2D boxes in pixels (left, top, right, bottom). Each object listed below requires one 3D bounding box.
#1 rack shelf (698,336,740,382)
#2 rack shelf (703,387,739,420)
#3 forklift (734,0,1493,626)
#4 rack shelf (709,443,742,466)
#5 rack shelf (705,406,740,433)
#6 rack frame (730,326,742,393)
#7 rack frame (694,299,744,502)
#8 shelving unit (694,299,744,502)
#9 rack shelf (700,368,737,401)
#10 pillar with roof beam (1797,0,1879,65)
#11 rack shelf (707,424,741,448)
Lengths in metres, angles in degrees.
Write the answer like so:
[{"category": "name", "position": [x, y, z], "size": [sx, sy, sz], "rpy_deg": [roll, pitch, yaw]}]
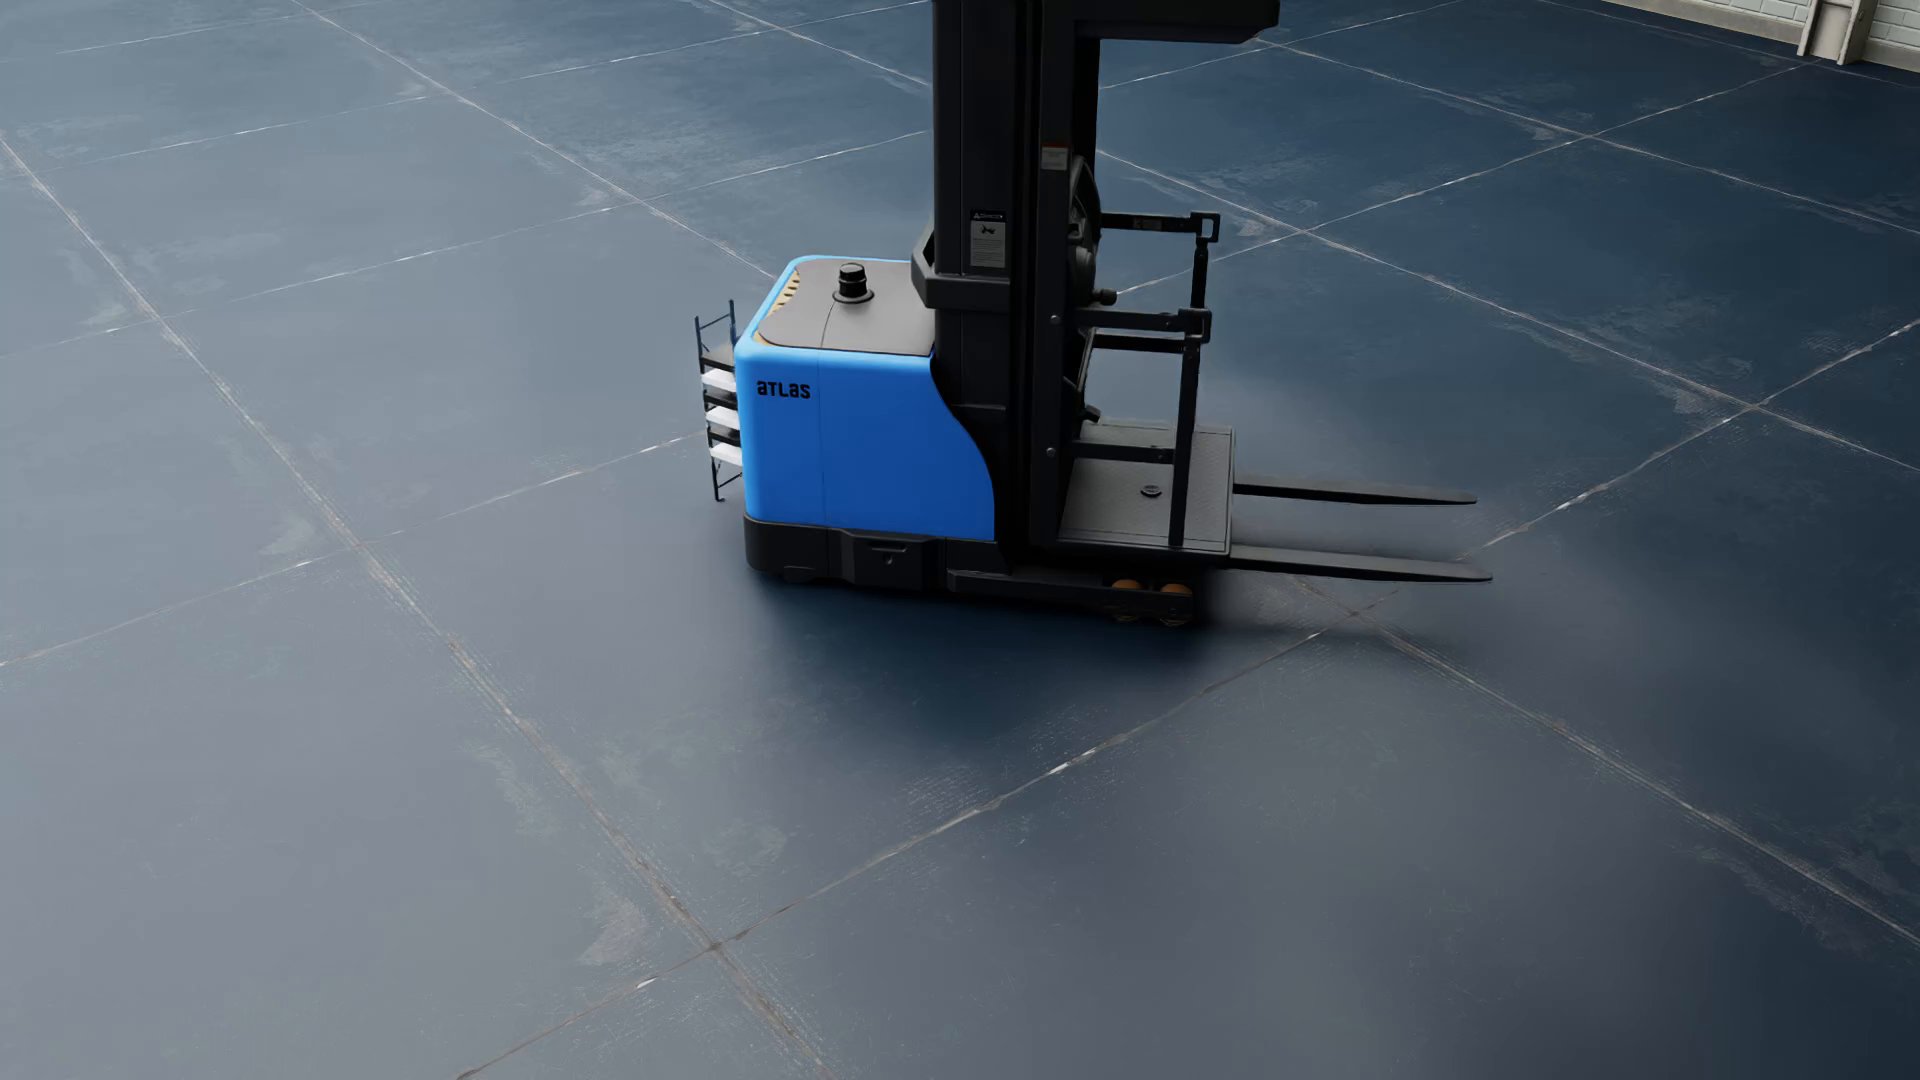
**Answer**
[{"category": "rack shelf", "position": [-0.971, -0.786, 7.207], "size": [0.200, 0.077, 0.258], "rpy_deg": [19, 36, 31]}, {"category": "rack shelf", "position": [-0.966, -0.631, 7.299], "size": [0.200, 0.077, 0.258], "rpy_deg": [19, 36, 31]}, {"category": "forklift", "position": [0.667, -1.204, 6.410], "size": [3.031, 2.935, 1.130], "rpy_deg": [5, 32, 8]}, {"category": "rack shelf", "position": [-0.960, -0.399, 7.436], "size": [0.200, 0.077, 0.258], "rpy_deg": [19, 36, 31]}, {"category": "rack shelf", "position": [-0.964, -0.554, 7.345], "size": [0.200, 0.077, 0.258], "rpy_deg": [19, 36, 31]}, {"category": "rack frame", "position": [-0.882, -0.554, 7.276], "size": [0.006, 0.900, 0.240], "rpy_deg": [19, 36, 31]}, {"category": "rack frame", "position": [-1.048, -0.611, 7.380], "size": [0.006, 0.900, 0.240], "rpy_deg": [19, 36, 31]}, {"category": "shelving unit", "position": [-0.965, -0.582, 7.328], "size": [0.210, 0.900, 0.258], "rpy_deg": [19, 36, 31]}, {"category": "rack shelf", "position": [-0.969, -0.709, 7.253], "size": [0.200, 0.077, 0.258], "rpy_deg": [19, 36, 31]}, {"category": "pillar with roof beam", "position": [3.725, -6.394, 9.015], "size": [9.100, 9.000, 0.400], "rpy_deg": [-22, 38, -31]}, {"category": "rack shelf", "position": [-0.962, -0.476, 7.390], "size": [0.200, 0.077, 0.258], "rpy_deg": [19, 36, 31]}]
